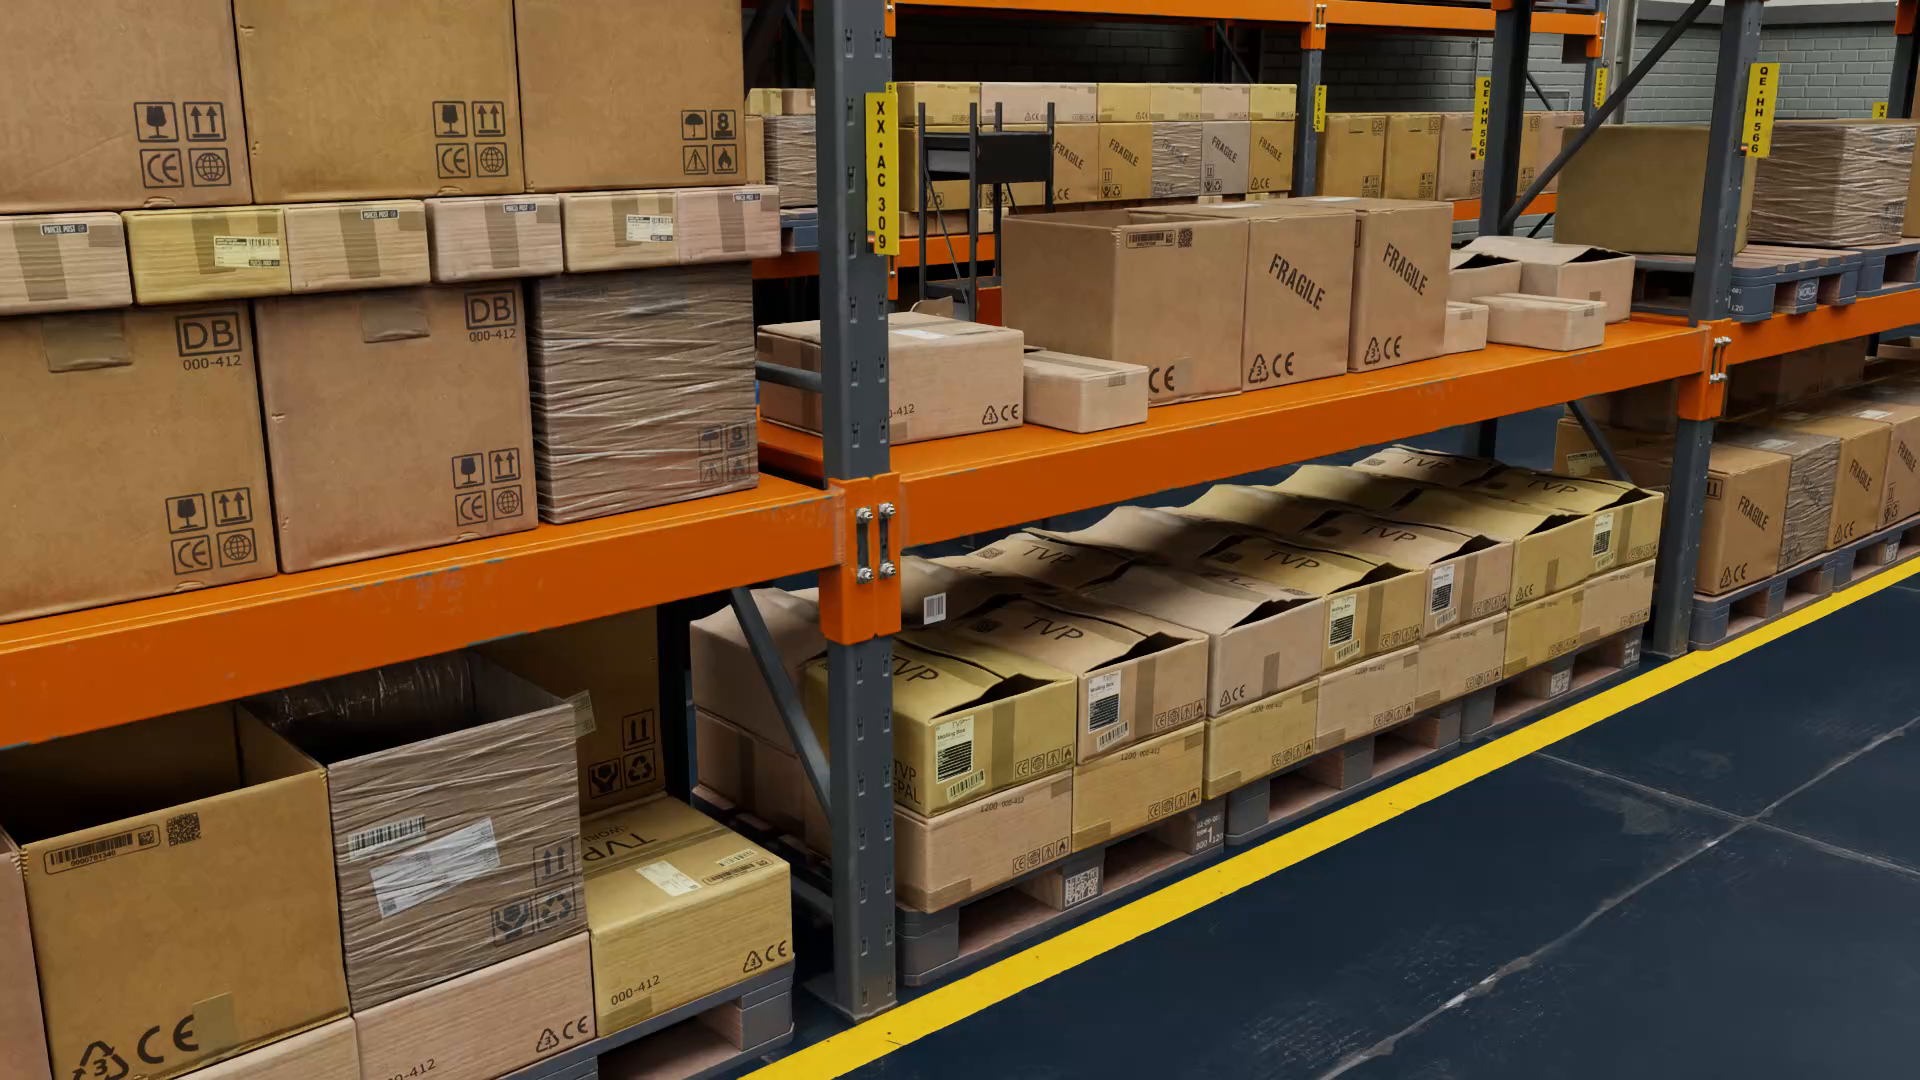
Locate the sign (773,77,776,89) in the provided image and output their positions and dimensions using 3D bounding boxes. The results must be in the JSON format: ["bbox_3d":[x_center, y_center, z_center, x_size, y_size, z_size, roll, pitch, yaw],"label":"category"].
[{"bbox_3d":[-1.130,-2.714,10.356,0.005,0.325,0.100,-13,19,-39],"label":"sign"}]

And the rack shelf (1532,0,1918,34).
[{"bbox_3d":[4.001,-2.524,7.469,4.000,0.370,1.077,-13,19,-39],"label":"rack shelf"}]

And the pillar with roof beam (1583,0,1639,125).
[{"bbox_3d":[9.567,-6.089,13.607,0.400,9.000,9.100,-13,19,-39],"label":"pillar with roof beam"}]

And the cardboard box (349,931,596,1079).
[{"bbox_3d":[-1.116,0.923,3.495,0.500,0.250,0.500,-13,19,-39],"label":"cardboard box"}]

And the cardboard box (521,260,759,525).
[{"bbox_3d":[-0.856,-0.378,3.659,0.500,0.500,0.700,-13,20,-41],"label":"cardboard box"}]

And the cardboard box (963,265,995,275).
[{"bbox_3d":[0.543,-1.458,11.248,0.750,0.750,0.750,-13,20,-40],"label":"cardboard box"}]

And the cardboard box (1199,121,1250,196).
[{"bbox_3d":[1.694,-2.711,11.778,0.500,0.500,0.500,-12,19,-39],"label":"cardboard box"}]

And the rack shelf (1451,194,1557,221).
[{"bbox_3d":[3.764,-2.716,14.001,4.000,0.370,1.077,-13,19,-39],"label":"rack shelf"}]

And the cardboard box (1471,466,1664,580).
[{"bbox_3d":[2.258,-0.092,6.211,0.500,0.311,0.500,-12,19,-38],"label":"cardboard box"}]

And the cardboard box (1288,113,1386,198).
[{"bbox_3d":[2.675,-2.959,12.933,0.700,0.700,0.980,-12,19,-39],"label":"cardboard box"}]

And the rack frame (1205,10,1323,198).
[{"bbox_3d":[2.255,-2.725,12.640,0.127,3.000,1.000,-13,19,-39],"label":"rack frame"}]

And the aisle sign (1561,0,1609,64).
[{"bbox_3d":[5.524,-4.612,14.668,0.004,0.787,0.394,-13,19,-39],"label":"aisle sign"}]

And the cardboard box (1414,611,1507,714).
[{"bbox_3d":[1.487,0.351,5.638,0.500,0.250,0.500,-12,19,-38],"label":"cardboard box"}]

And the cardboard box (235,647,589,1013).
[{"bbox_3d":[-1.117,0.561,3.400,0.500,0.500,0.500,-13,19,-39],"label":"cardboard box"}]

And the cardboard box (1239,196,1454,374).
[{"bbox_3d":[1.237,-0.845,5.406,0.500,0.500,0.500,-14,20,-42],"label":"cardboard box"}]

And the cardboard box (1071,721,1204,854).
[{"bbox_3d":[0.328,0.613,4.657,0.500,0.250,0.500,-12,19,-38],"label":"cardboard box"}]

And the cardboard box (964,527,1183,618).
[{"bbox_3d":[0.358,0.151,5.301,0.500,0.311,0.500,-13,20,-40],"label":"cardboard box"}]

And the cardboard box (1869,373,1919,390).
[{"bbox_3d":[4.947,-0.545,8.468,0.500,0.500,0.500,-13,19,-39],"label":"cardboard box"}]

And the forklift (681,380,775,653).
[{"bbox_3d":[-2.124,-0.831,5.681,1.130,2.935,3.031,14,20,41],"label":"forklift"}]

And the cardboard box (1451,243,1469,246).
[{"bbox_3d":[4.391,-2.547,14.747,0.250,0.149,0.380,-13,19,-39],"label":"cardboard box"}]

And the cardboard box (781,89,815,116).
[{"bbox_3d":[-1.003,-2.557,9.709,0.380,0.149,0.250,13,20,40],"label":"cardboard box"}]

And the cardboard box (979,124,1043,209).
[{"bbox_3d":[0.173,-2.369,10.496,0.500,0.500,0.500,-12,19,-38],"label":"cardboard box"}]

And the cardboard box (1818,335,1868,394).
[{"bbox_3d":[4.230,-0.925,8.437,0.500,0.250,0.500,-13,19,-39],"label":"cardboard box"}]

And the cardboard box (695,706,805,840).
[{"bbox_3d":[-0.403,0.593,4.733,0.500,0.250,0.500,-13,20,-40],"label":"cardboard box"}]

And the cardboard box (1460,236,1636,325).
[{"bbox_3d":[2.189,-0.988,6.307,0.500,0.311,0.500,-11,19,-36],"label":"cardboard box"}]

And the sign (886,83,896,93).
[{"bbox_3d":[-0.399,-2.465,9.574,0.005,0.325,0.100,-13,19,-39],"label":"sign"}]

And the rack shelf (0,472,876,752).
[{"bbox_3d":[-2.034,0.280,2.782,4.000,0.370,1.077,-13,19,-39],"label":"rack shelf"}]

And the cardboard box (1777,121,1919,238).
[{"bbox_3d":[4.217,-1.701,7.799,0.700,0.500,0.500,10,18,33],"label":"cardboard box"}]

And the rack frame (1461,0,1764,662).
[{"bbox_3d":[2.492,-1.084,6.495,0.127,3.000,1.000,-13,19,-39],"label":"rack frame"}]

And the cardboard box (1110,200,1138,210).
[{"bbox_3d":[0.990,-2.252,11.315,0.250,0.149,0.380,-12,19,-38],"label":"cardboard box"}]

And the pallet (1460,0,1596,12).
[{"bbox_3d":[4.720,-4.681,14.323,1.213,0.211,1.003,-13,19,-39],"label":"pallet"}]

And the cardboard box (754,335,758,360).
[{"bbox_3d":[-1.272,-0.920,9.874,0.500,0.500,0.700,-12,19,-39],"label":"cardboard box"}]

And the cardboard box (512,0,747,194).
[{"bbox_3d":[-0.856,-1.005,3.492,0.500,0.500,0.700,-13,19,-39],"label":"cardboard box"}]

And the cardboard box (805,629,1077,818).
[{"bbox_3d":[-0.050,0.427,4.267,0.500,0.311,0.500,-13,19,-39],"label":"cardboard box"}]

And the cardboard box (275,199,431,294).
[{"bbox_3d":[-1.171,-0.549,3.042,0.250,0.149,0.380,-13,20,-39],"label":"cardboard box"}]

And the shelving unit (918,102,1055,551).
[{"bbox_3d":[0.125,-1.042,8.084,0.503,2.100,0.431,-13,19,-39],"label":"shelving unit"}]

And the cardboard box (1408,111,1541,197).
[{"bbox_3d":[4.353,-3.334,14.337,0.700,0.700,0.980,-13,20,-40],"label":"cardboard box"}]

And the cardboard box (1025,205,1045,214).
[{"bbox_3d":[0.388,-2.128,10.853,0.250,0.149,0.380,-12,19,-38],"label":"cardboard box"}]

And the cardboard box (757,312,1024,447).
[{"bbox_3d":[-0.183,-0.426,4.321,0.500,0.250,0.500,-11,19,-36],"label":"cardboard box"}]

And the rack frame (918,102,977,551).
[{"bbox_3d":[-0.059,-1.001,7.929,0.015,2.100,0.400,-13,19,-39],"label":"rack frame"}]

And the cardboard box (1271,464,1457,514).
[{"bbox_3d":[1.513,-0.107,6.266,0.500,0.311,0.500,-13,20,-41],"label":"cardboard box"}]

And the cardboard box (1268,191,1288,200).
[{"bbox_3d":[2.186,-2.501,12.249,0.250,0.149,0.380,-12,19,-39],"label":"cardboard box"}]

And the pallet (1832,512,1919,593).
[{"bbox_3d":[4.000,-0.061,8.070,1.213,0.211,1.003,-13,19,-39],"label":"pallet"}]

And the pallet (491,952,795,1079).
[{"bbox_3d":[-1.153,1.068,3.844,1.213,0.211,1.003,-13,19,-39],"label":"pallet"}]

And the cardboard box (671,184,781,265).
[{"bbox_3d":[-0.590,-0.680,3.533,0.250,0.149,0.380,-13,20,-39],"label":"cardboard box"}]

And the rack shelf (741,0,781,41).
[{"bbox_3d":[-2.272,-2.810,8.540,4.000,0.370,1.077,-13,19,-39],"label":"rack shelf"}]

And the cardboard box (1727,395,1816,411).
[{"bbox_3d":[3.826,-0.470,8.190,0.500,0.500,0.500,-14,20,-41],"label":"cardboard box"}]

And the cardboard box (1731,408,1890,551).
[{"bbox_3d":[3.796,-0.284,7.491,0.500,0.500,0.500,-13,20,-40],"label":"cardboard box"}]

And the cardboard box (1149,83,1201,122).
[{"bbox_3d":[1.294,-2.989,11.366,0.500,0.250,0.500,-12,19,-38],"label":"cardboard box"}]

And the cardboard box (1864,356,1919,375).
[{"bbox_3d":[4.984,-0.732,9.168,0.500,0.500,0.500,-14,20,-42],"label":"cardboard box"}]

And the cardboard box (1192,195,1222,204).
[{"bbox_3d":[1.625,-2.362,11.730,0.250,0.149,0.380,-13,19,-39],"label":"cardboard box"}]

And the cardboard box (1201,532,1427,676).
[{"bbox_3d":[1.109,0.166,5.243,0.500,0.311,0.500,-12,19,-38],"label":"cardboard box"}]

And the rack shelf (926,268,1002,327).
[{"bbox_3d":[0.125,-1.029,8.088,0.480,0.518,0.431,-13,19,-39],"label":"rack shelf"}]

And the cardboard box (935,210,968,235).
[{"bbox_3d":[-0.167,-1.987,10.326,0.250,0.149,0.380,-12,19,-39],"label":"cardboard box"}]
